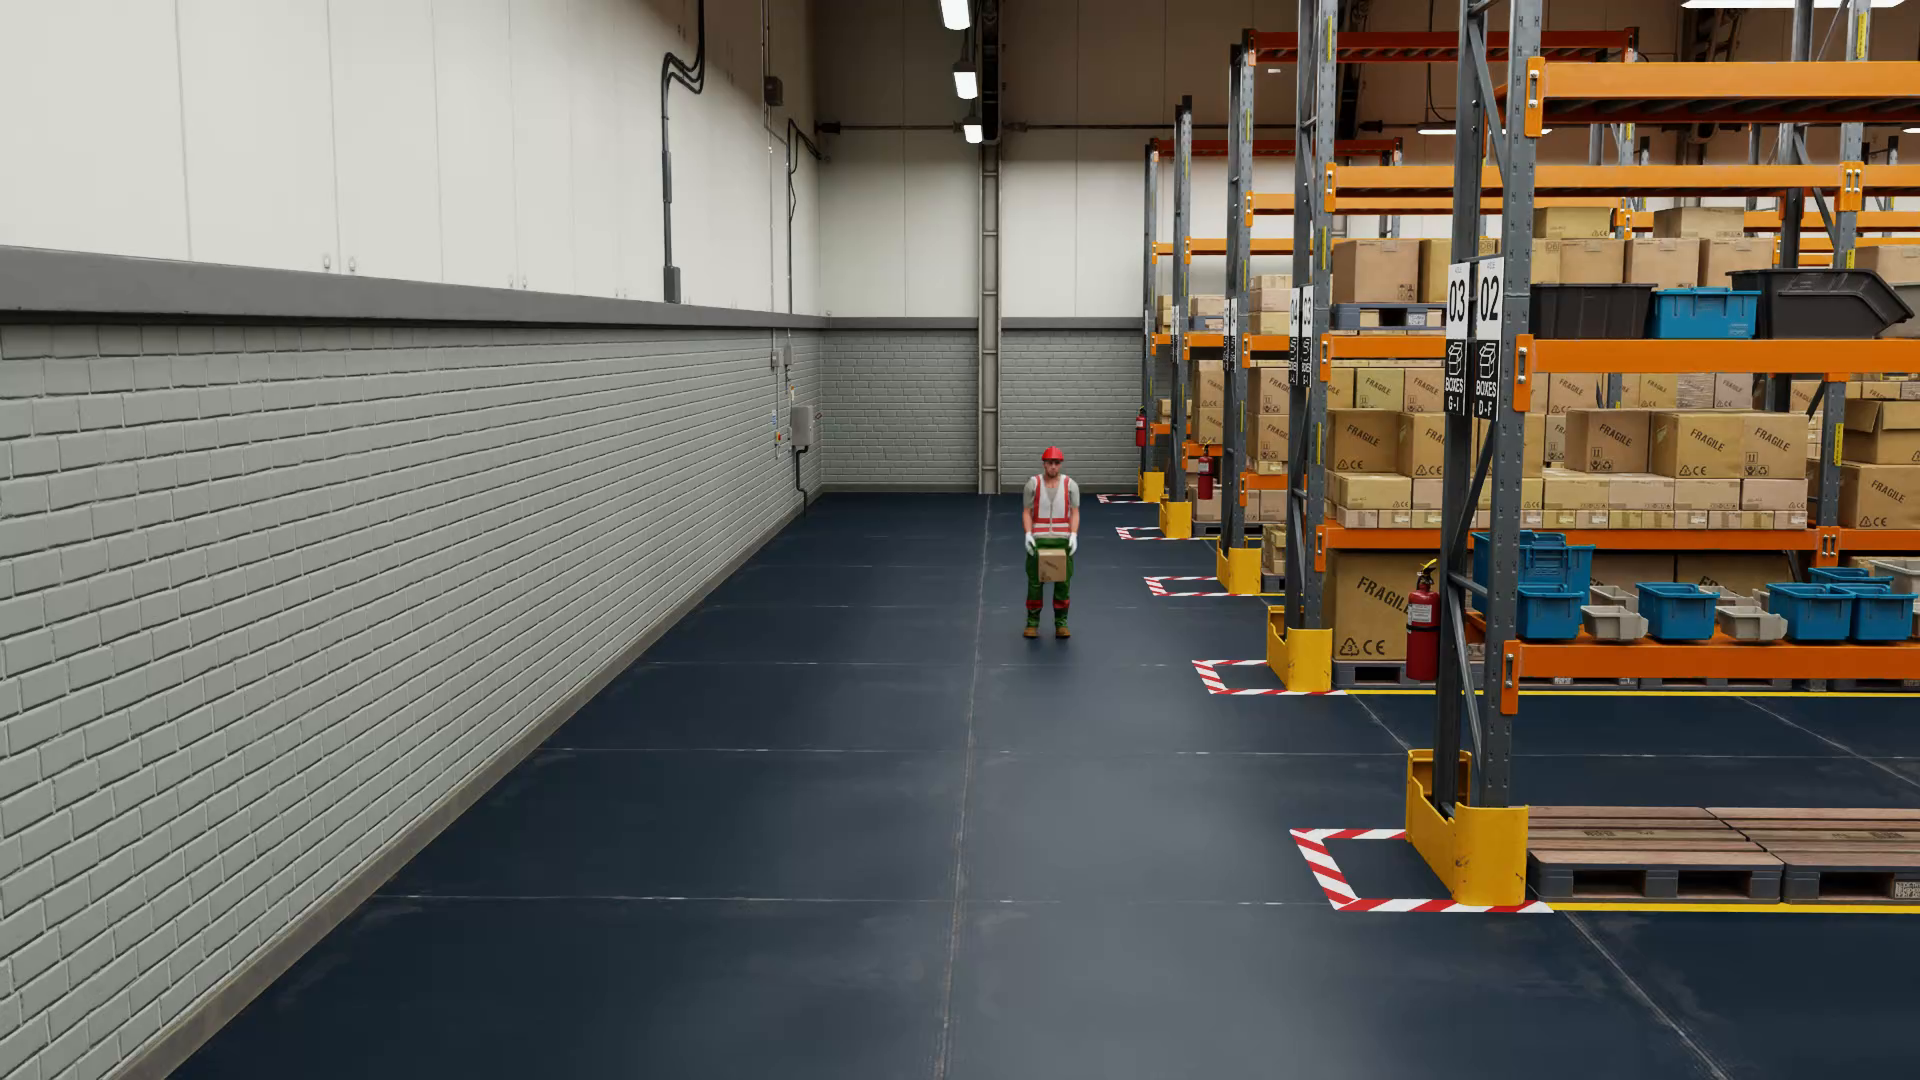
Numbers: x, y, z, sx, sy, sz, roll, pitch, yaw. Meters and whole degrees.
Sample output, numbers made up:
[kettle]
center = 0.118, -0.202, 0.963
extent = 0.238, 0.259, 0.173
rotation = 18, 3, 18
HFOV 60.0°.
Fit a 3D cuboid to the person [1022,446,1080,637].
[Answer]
[person]
center = 0.852, 0.014, 15.559
extent = 0.541, 1.789, 0.425
rotation = 0, 7, 0
